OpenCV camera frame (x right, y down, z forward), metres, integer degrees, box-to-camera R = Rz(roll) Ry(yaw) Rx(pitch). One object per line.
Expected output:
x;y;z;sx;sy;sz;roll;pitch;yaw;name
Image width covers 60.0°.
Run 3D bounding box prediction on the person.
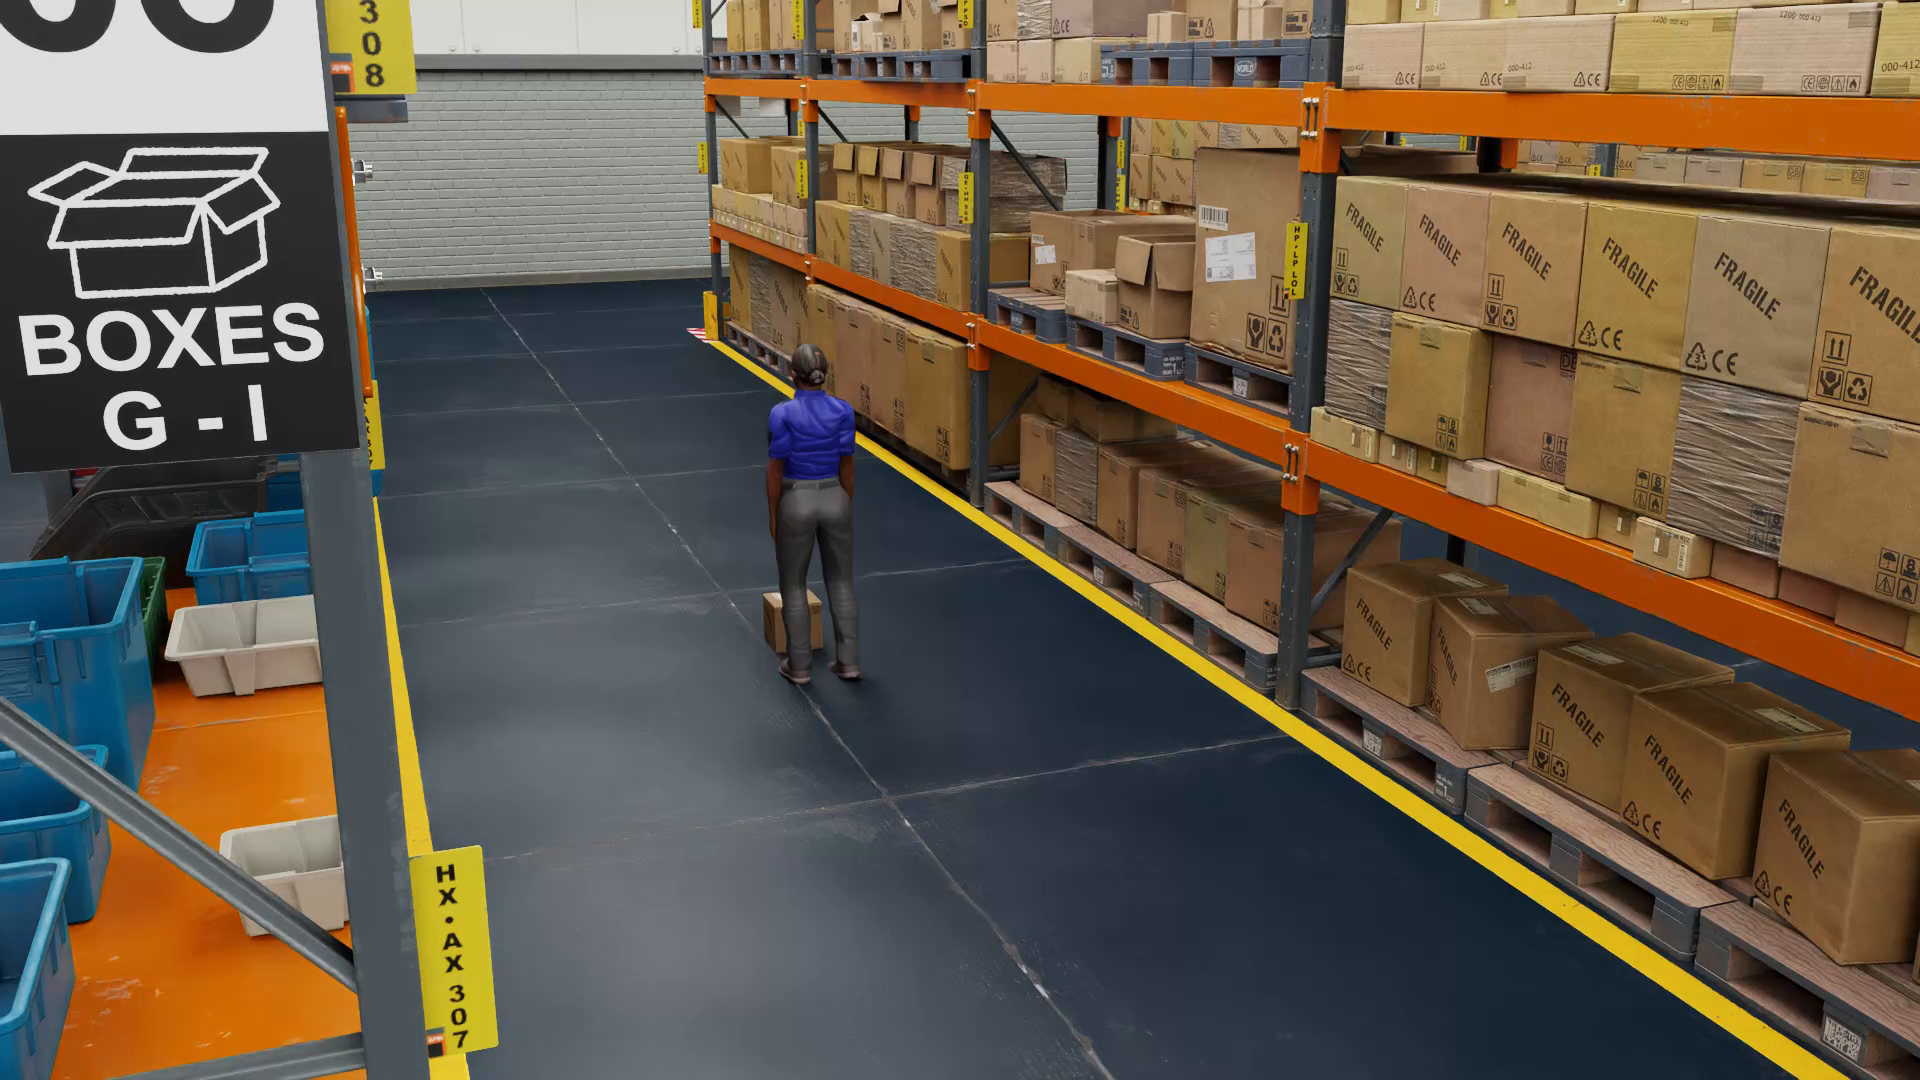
-0.716;-0.115;7.997;0.436;1.679;0.316;-5;17;-19;person
